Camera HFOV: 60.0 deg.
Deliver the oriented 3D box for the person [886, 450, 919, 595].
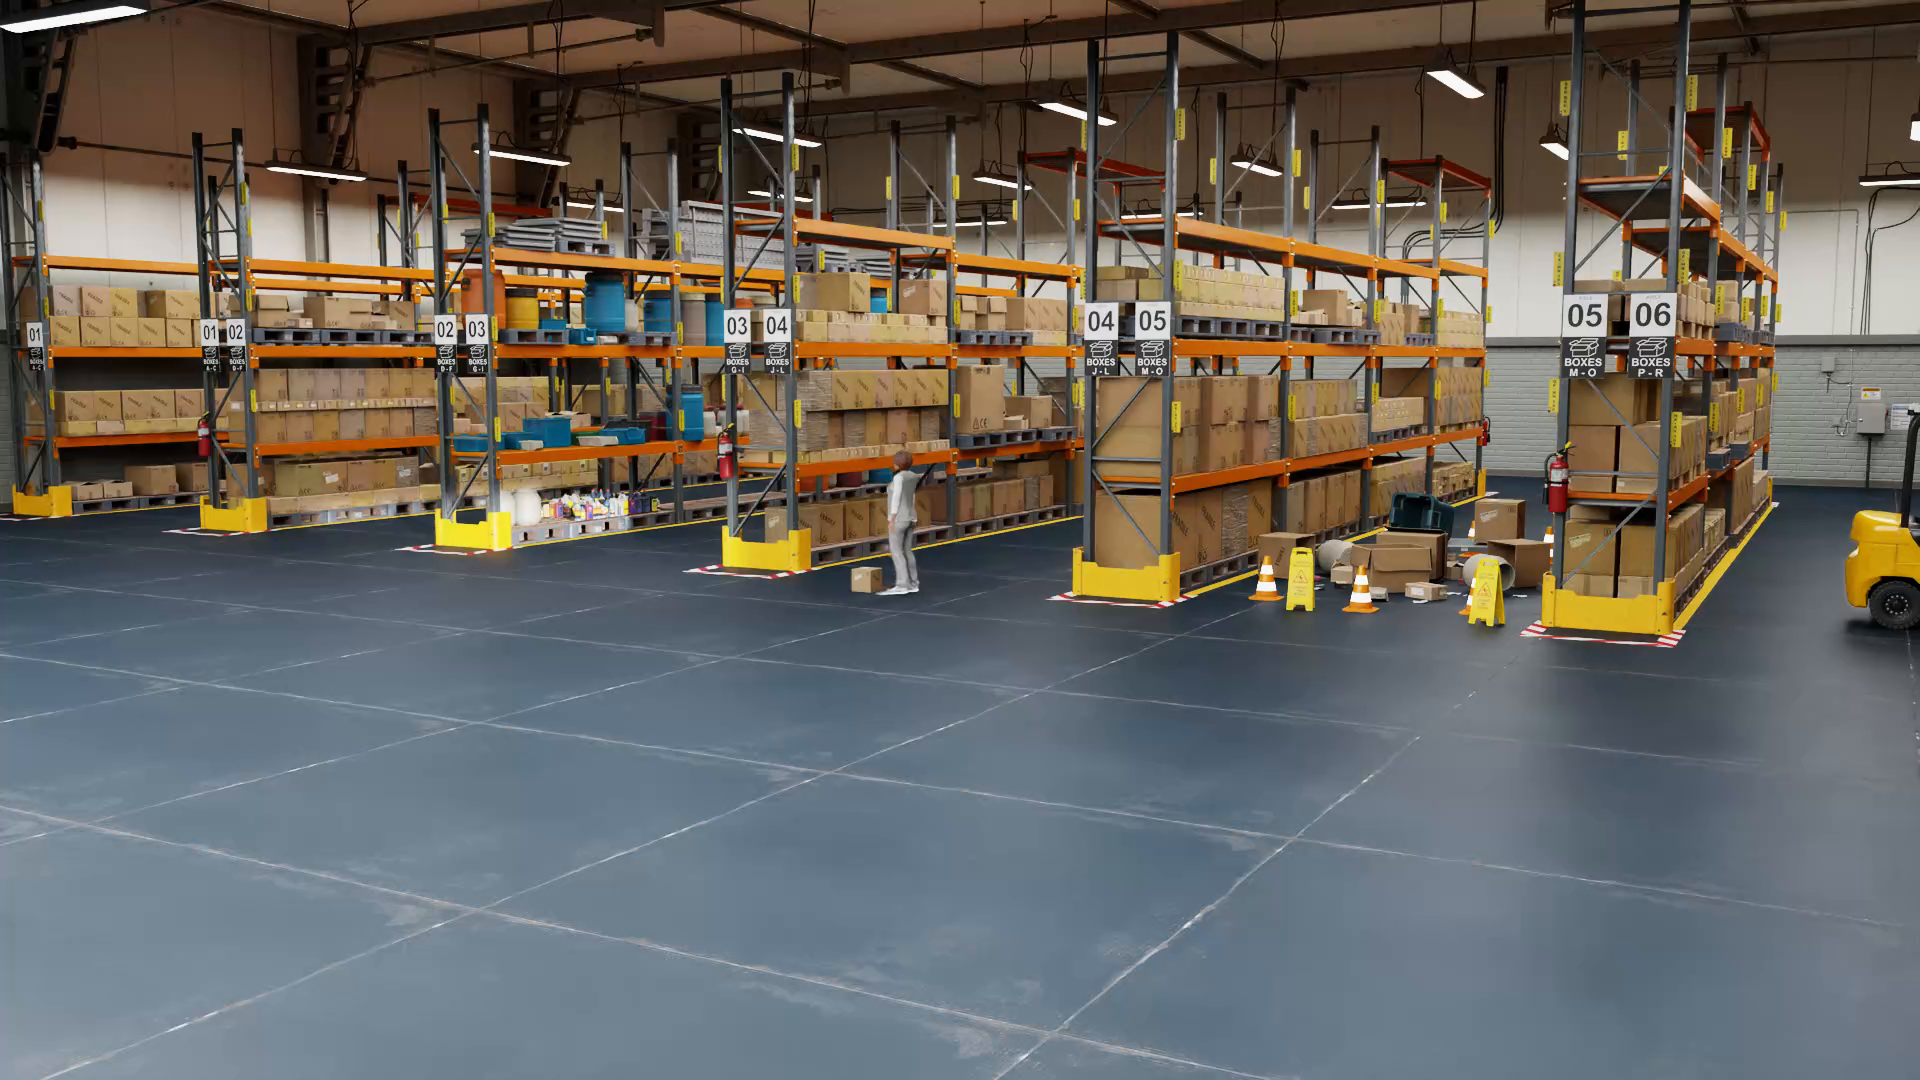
[{"bbox_3d":[-0.640,-0.195,18.388,0.310,1.596,0.406,4,7,30],"label":"person"}]
